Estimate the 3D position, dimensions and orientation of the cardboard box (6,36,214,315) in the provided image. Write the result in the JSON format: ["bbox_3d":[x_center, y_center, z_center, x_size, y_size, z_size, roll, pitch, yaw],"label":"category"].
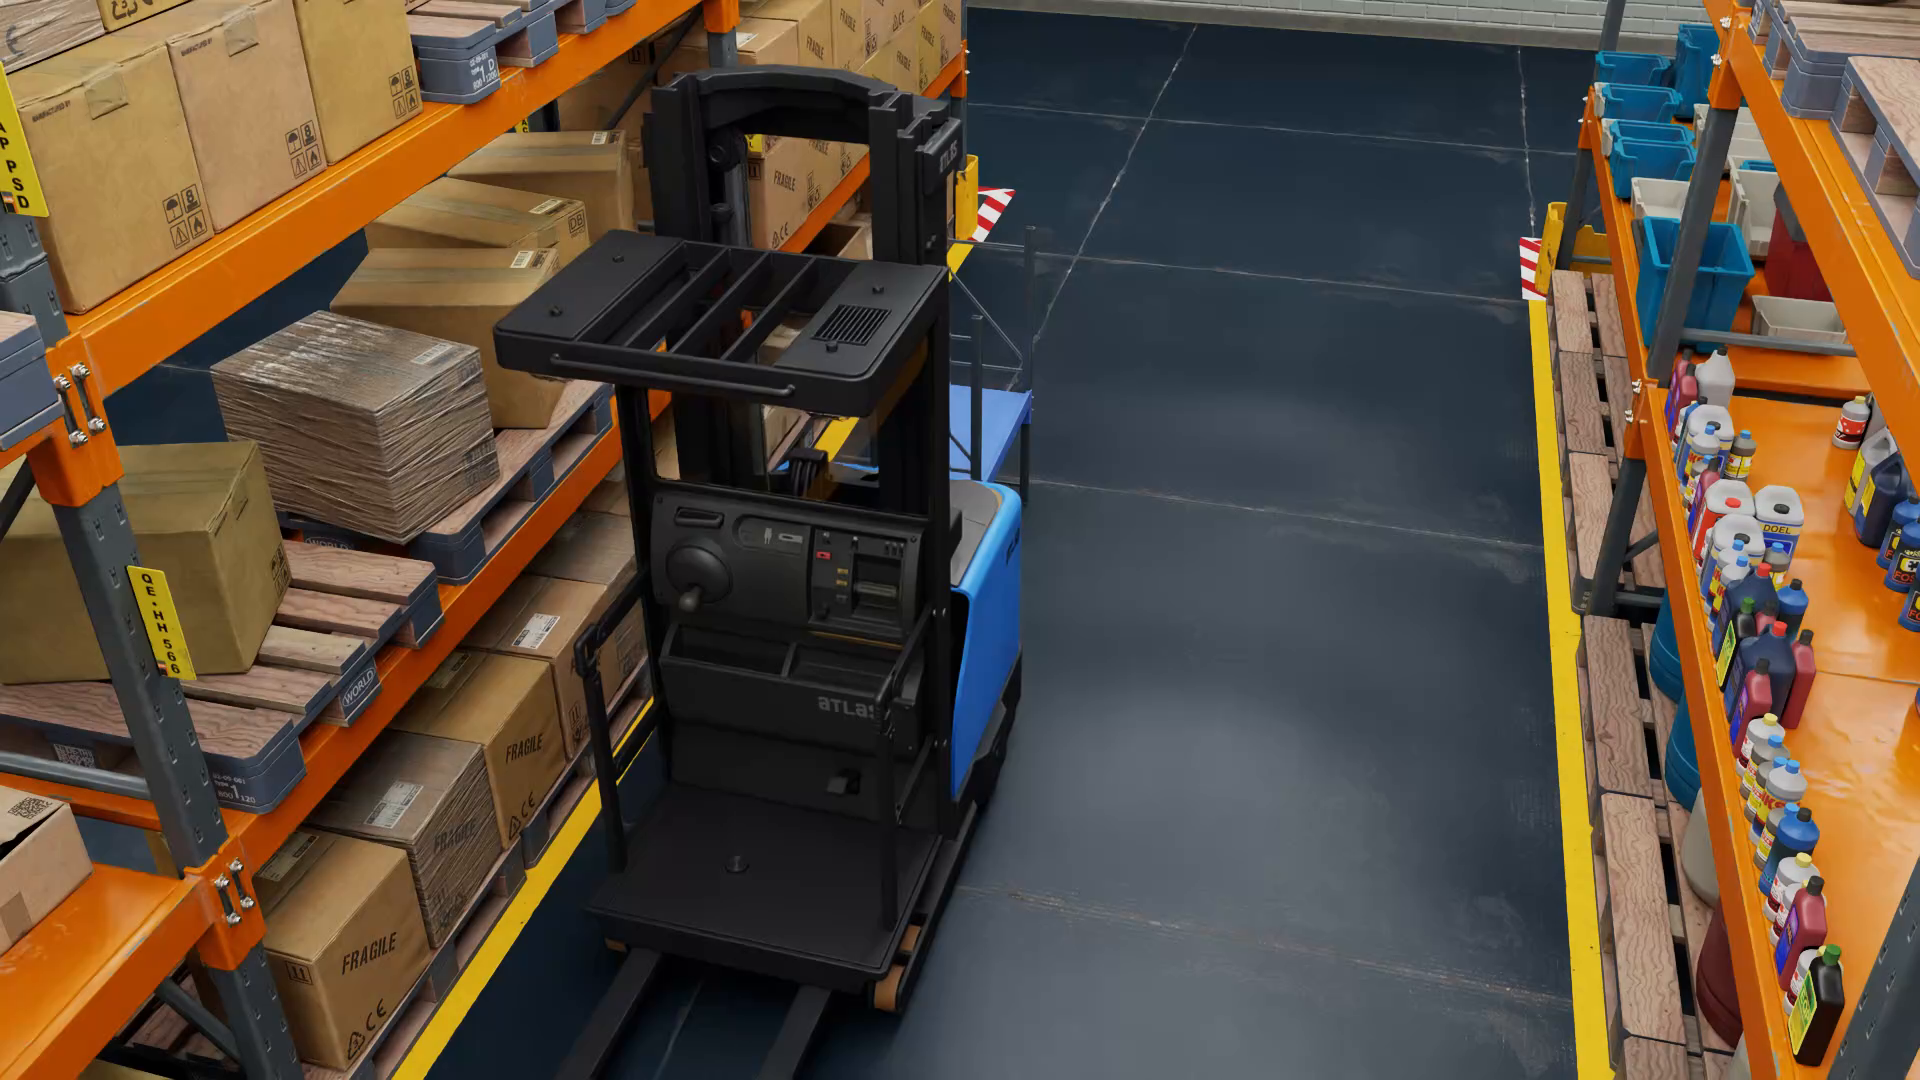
[{"bbox_3d":[-2.403,-0.918,4.010,0.910,0.500,0.500,8,33,12],"label":"cardboard box"}]

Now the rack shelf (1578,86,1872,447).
[{"bbox_3d":[3.832,-1.513,8.505,1.077,0.370,4.000,8,33,12],"label":"rack shelf"}]

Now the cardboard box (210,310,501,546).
[{"bbox_3d":[-2.014,-0.390,5.582,0.700,0.500,0.500,14,35,21],"label":"cardboard box"}]

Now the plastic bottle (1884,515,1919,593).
[{"bbox_3d":[3.157,0.038,5.514,0.097,0.271,0.097,0,32,0],"label":"plastic bottle"}]

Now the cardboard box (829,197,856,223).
[{"bbox_3d":[-0.990,-2.053,10.836,0.500,0.250,0.500,8,33,12],"label":"cardboard box"}]

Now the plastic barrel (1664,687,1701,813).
[{"bbox_3d":[2.990,0.577,6.111,0.600,0.901,0.708,8,33,12],"label":"plastic barrel"}]

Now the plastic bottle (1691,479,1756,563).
[{"bbox_3d":[2.603,-0.058,5.660,0.152,0.276,0.135,8,33,12],"label":"plastic bottle"}]

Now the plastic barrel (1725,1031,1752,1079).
[{"bbox_3d":[2.474,1.608,4.852,0.421,0.512,0.421,0,32,0],"label":"plastic barrel"}]

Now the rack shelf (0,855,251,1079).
[{"bbox_3d":[-2.989,1.962,3.038,1.077,0.370,4.000,8,33,12],"label":"rack shelf"}]

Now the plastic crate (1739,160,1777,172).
[{"bbox_3d":[4.066,-1.708,8.242,0.416,0.233,0.300,8,33,12],"label":"plastic crate"}]

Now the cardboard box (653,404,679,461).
[{"bbox_3d":[-1.314,-0.291,7.831,0.500,0.500,0.500,8,33,12],"label":"cardboard box"}]

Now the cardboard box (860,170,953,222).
[{"bbox_3d":[-0.351,-2.346,11.064,0.500,0.500,0.500,8,33,12],"label":"cardboard box"}]

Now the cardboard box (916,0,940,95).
[{"bbox_3d":[-0.430,-3.034,10.133,0.500,0.500,0.500,8,33,13],"label":"cardboard box"}]

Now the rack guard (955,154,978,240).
[{"bbox_3d":[-0.470,-2.436,11.617,1.175,0.500,0.348,8,33,12],"label":"rack guard"}]

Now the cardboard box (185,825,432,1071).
[{"bbox_3d":[-2.089,1.293,5.341,0.500,0.500,0.500,9,34,14],"label":"cardboard box"}]

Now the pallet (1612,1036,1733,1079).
[{"bbox_3d":[2.469,2.059,4.814,1.003,0.211,1.213,8,33,12],"label":"pallet"}]

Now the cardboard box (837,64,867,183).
[{"bbox_3d":[-0.817,-2.250,8.900,0.500,0.500,0.500,8,33,12],"label":"cardboard box"}]

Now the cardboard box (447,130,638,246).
[{"bbox_3d":[-1.803,-1.459,7.265,0.700,0.500,0.500,-3,33,-4],"label":"cardboard box"}]

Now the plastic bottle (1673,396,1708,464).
[{"bbox_3d":[2.748,-0.410,6.219,0.097,0.271,0.097,0,32,0],"label":"plastic bottle"}]

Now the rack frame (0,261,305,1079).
[{"bbox_3d":[-2.481,0.621,4.478,1.000,3.000,0.127,8,33,12],"label":"rack frame"}]

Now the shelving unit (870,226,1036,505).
[{"bbox_3d":[-0.022,-0.589,7.778,0.538,1.500,1.048,8,33,12],"label":"shelving unit"}]

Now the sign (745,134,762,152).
[{"bbox_3d":[-0.928,-1.870,7.316,0.100,0.325,0.005,8,33,12],"label":"sign"}]

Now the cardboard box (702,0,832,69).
[{"bbox_3d":[-0.944,-2.393,8.193,0.500,0.500,0.500,7,33,11],"label":"cardboard box"}]

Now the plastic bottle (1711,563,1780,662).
[{"bbox_3d":[2.451,0.215,5.162,0.144,0.351,0.185,8,33,12],"label":"plastic bottle"}]

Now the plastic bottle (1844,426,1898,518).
[{"bbox_3d":[3.268,-0.256,5.903,0.144,0.351,0.185,8,33,12],"label":"plastic bottle"}]

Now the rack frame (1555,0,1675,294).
[{"bbox_3d":[4.339,-2.854,9.944,1.000,3.000,0.127,8,33,12],"label":"rack frame"}]

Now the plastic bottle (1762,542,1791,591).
[{"bbox_3d":[2.670,0.102,5.479,0.097,0.201,0.097,0,32,0],"label":"plastic bottle"}]

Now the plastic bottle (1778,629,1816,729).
[{"bbox_3d":[2.476,0.409,4.920,0.061,0.283,0.133,8,33,12],"label":"plastic bottle"}]

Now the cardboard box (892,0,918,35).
[{"bbox_3d":[-0.552,-3.195,9.454,0.500,0.500,0.500,9,34,14],"label":"cardboard box"}]

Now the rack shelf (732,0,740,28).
[{"bbox_3d":[-0.958,-3.455,8.764,1.077,0.370,4.000,8,33,12],"label":"rack shelf"}]

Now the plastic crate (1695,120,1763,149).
[{"bbox_3d":[4.220,-2.172,9.061,0.396,0.136,0.243,8,33,12],"label":"plastic crate"}]

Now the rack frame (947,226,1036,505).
[{"bbox_3d":[0.107,-0.852,8.193,0.500,1.500,0.032,8,33,12],"label":"rack frame"}]

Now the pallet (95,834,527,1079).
[{"bbox_3d":[-2.255,1.415,5.827,1.003,0.211,1.213,8,33,12],"label":"pallet"}]

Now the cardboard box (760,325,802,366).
[{"bbox_3d":[-0.940,-1.084,9.390,0.380,0.166,0.250,8,33,12],"label":"cardboard box"}]

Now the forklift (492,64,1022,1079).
[{"bbox_3d":[-0.636,0.144,5.291,1.130,2.935,3.031,9,33,13],"label":"forklift"}]

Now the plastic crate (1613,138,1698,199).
[{"bbox_3d":[3.548,-1.887,8.522,0.416,0.233,0.300,8,33,12],"label":"plastic crate"}]

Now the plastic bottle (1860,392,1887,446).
[{"bbox_3d":[3.537,-0.478,6.321,0.152,0.276,0.135,8,33,12],"label":"plastic bottle"}]

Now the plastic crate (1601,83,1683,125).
[{"bbox_3d":[3.791,-2.384,9.305,0.416,0.233,0.300,8,33,12],"label":"plastic crate"}]

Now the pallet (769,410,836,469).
[{"bbox_3d":[-1.291,-0.634,9.051,1.003,0.211,1.213,8,33,12],"label":"pallet"}]

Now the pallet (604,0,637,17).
[{"bbox_3d":[-1.699,-2.313,6.471,1.213,0.211,1.003,8,33,12],"label":"pallet"}]

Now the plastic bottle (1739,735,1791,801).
[{"bbox_3d":[2.253,0.633,4.644,0.097,0.201,0.097,0,32,0],"label":"plastic bottle"}]

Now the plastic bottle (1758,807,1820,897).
[{"bbox_3d":[2.154,0.805,4.308,0.097,0.271,0.097,0,32,0],"label":"plastic bottle"}]

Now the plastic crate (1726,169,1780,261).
[{"bbox_3d":[3.890,-1.521,7.902,0.437,0.282,0.530,8,33,12],"label":"plastic crate"}]

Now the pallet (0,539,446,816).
[{"bbox_3d":[-2.377,0.340,5.098,1.213,0.211,1.003,8,33,12],"label":"pallet"}]

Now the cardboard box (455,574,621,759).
[{"bbox_3d":[-1.702,0.489,6.605,0.500,0.500,0.500,7,33,11],"label":"cardboard box"}]

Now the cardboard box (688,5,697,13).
[{"bbox_3d":[-1.461,-2.483,8.335,0.500,0.500,0.500,7,33,11],"label":"cardboard box"}]

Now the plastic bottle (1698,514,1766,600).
[{"bbox_3d":[2.544,0.063,5.471,0.152,0.276,0.135,8,33,12],"label":"plastic bottle"}]

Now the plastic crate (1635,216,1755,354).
[{"bbox_3d":[3.113,-1.086,7.121,0.392,0.384,0.575,8,33,12],"label":"plastic crate"}]

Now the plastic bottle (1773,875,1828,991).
[{"bbox_3d":[2.058,0.958,4.055,0.061,0.283,0.133,8,33,12],"label":"plastic bottle"}]

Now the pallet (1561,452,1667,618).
[{"bbox_3d":[3.473,0.011,8.036,1.003,0.211,1.213,8,33,12],"label":"pallet"}]

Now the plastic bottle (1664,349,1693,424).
[{"bbox_3d":[2.819,-0.597,6.502,0.061,0.283,0.133,8,33,12],"label":"plastic bottle"}]

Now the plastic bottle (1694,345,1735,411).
[{"bbox_3d":[2.911,-0.598,6.441,0.144,0.351,0.185,8,33,12],"label":"plastic bottle"}]

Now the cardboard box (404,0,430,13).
[{"bbox_3d":[-2.001,-2.039,5.287,0.600,0.600,0.600,7,33,10],"label":"cardboard box"}]

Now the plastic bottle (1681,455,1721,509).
[{"bbox_3d":[2.665,-0.210,5.969,0.097,0.201,0.097,0,32,0],"label":"plastic bottle"}]
